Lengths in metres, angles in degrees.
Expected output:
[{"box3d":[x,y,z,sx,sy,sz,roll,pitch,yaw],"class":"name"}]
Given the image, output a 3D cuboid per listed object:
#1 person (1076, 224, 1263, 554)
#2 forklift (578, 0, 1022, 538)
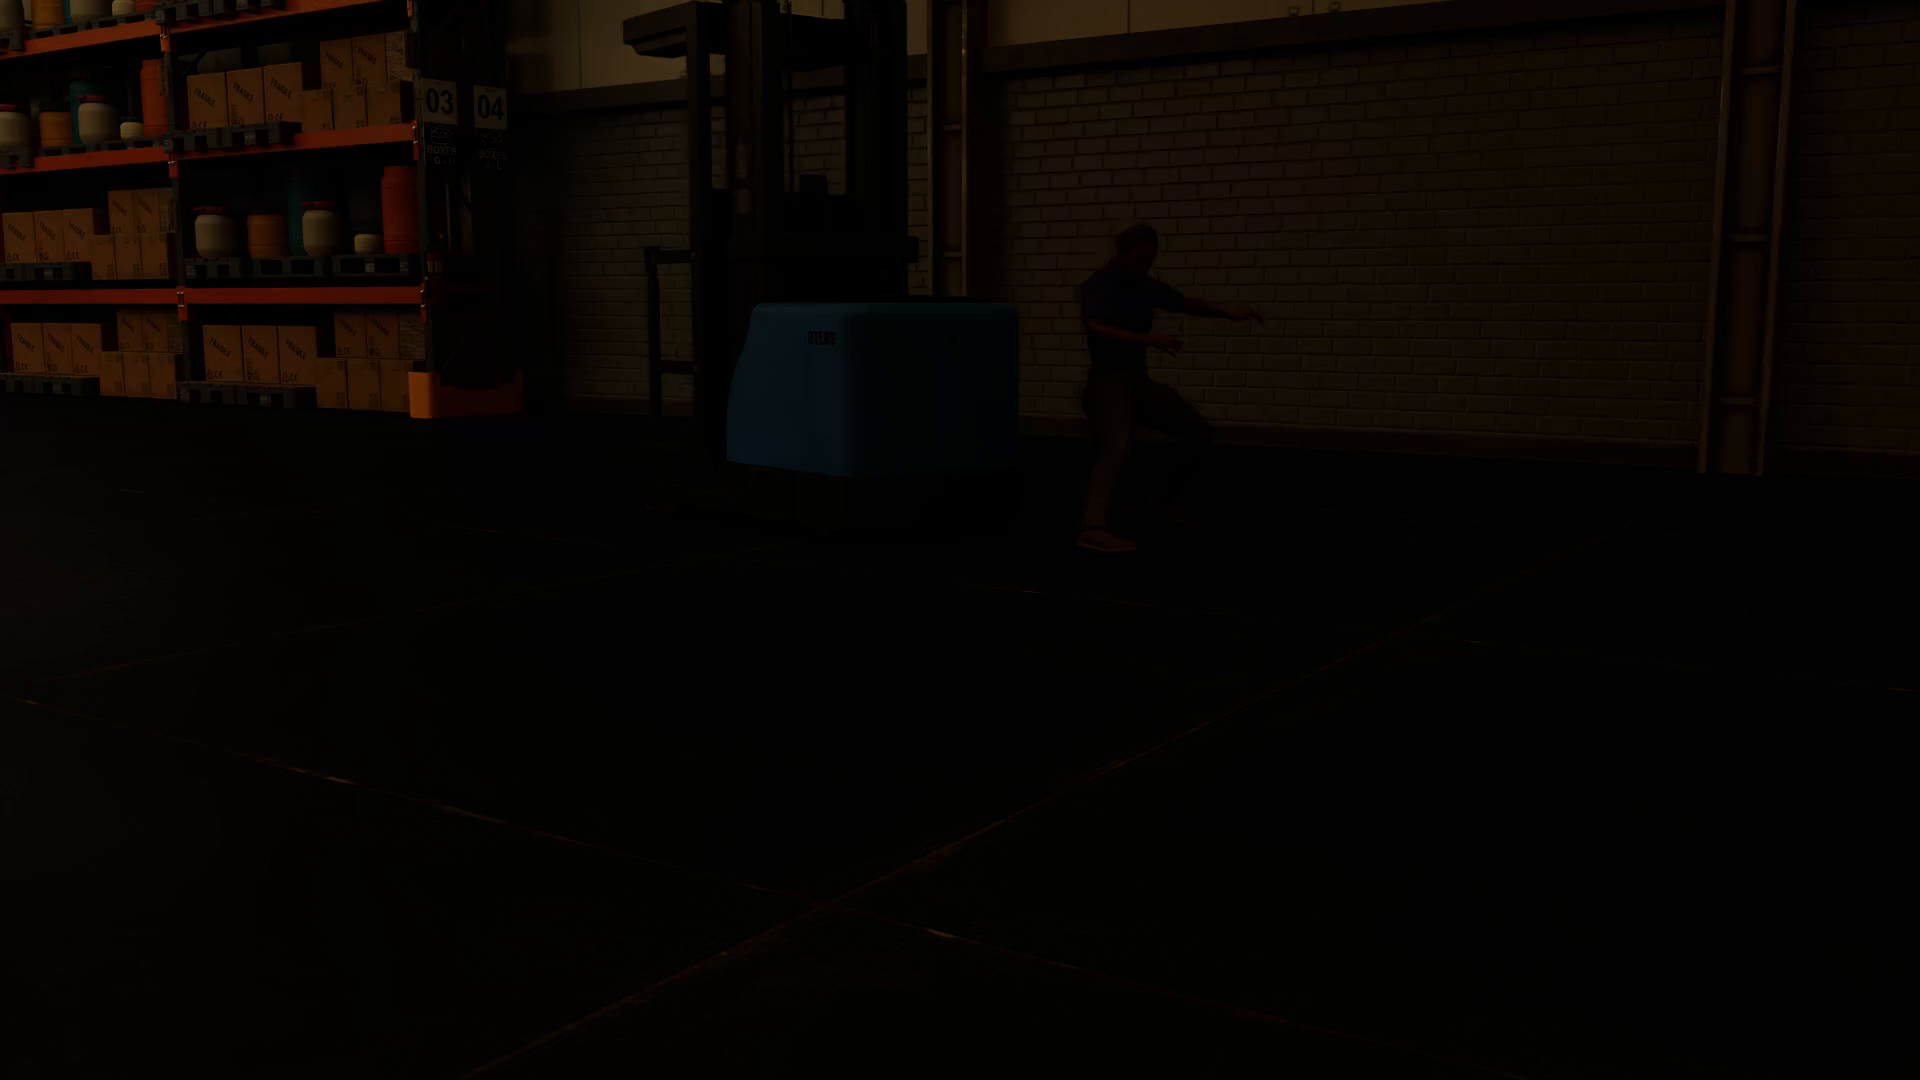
[{"box3d":[0.874,-0.710,7.585,1.193,1.437,0.679,-8,11,-44],"class":"person"},{"box3d":[-1.024,-1.621,8.593,1.130,2.935,3.031,-7,10,-39],"class":"forklift"}]
